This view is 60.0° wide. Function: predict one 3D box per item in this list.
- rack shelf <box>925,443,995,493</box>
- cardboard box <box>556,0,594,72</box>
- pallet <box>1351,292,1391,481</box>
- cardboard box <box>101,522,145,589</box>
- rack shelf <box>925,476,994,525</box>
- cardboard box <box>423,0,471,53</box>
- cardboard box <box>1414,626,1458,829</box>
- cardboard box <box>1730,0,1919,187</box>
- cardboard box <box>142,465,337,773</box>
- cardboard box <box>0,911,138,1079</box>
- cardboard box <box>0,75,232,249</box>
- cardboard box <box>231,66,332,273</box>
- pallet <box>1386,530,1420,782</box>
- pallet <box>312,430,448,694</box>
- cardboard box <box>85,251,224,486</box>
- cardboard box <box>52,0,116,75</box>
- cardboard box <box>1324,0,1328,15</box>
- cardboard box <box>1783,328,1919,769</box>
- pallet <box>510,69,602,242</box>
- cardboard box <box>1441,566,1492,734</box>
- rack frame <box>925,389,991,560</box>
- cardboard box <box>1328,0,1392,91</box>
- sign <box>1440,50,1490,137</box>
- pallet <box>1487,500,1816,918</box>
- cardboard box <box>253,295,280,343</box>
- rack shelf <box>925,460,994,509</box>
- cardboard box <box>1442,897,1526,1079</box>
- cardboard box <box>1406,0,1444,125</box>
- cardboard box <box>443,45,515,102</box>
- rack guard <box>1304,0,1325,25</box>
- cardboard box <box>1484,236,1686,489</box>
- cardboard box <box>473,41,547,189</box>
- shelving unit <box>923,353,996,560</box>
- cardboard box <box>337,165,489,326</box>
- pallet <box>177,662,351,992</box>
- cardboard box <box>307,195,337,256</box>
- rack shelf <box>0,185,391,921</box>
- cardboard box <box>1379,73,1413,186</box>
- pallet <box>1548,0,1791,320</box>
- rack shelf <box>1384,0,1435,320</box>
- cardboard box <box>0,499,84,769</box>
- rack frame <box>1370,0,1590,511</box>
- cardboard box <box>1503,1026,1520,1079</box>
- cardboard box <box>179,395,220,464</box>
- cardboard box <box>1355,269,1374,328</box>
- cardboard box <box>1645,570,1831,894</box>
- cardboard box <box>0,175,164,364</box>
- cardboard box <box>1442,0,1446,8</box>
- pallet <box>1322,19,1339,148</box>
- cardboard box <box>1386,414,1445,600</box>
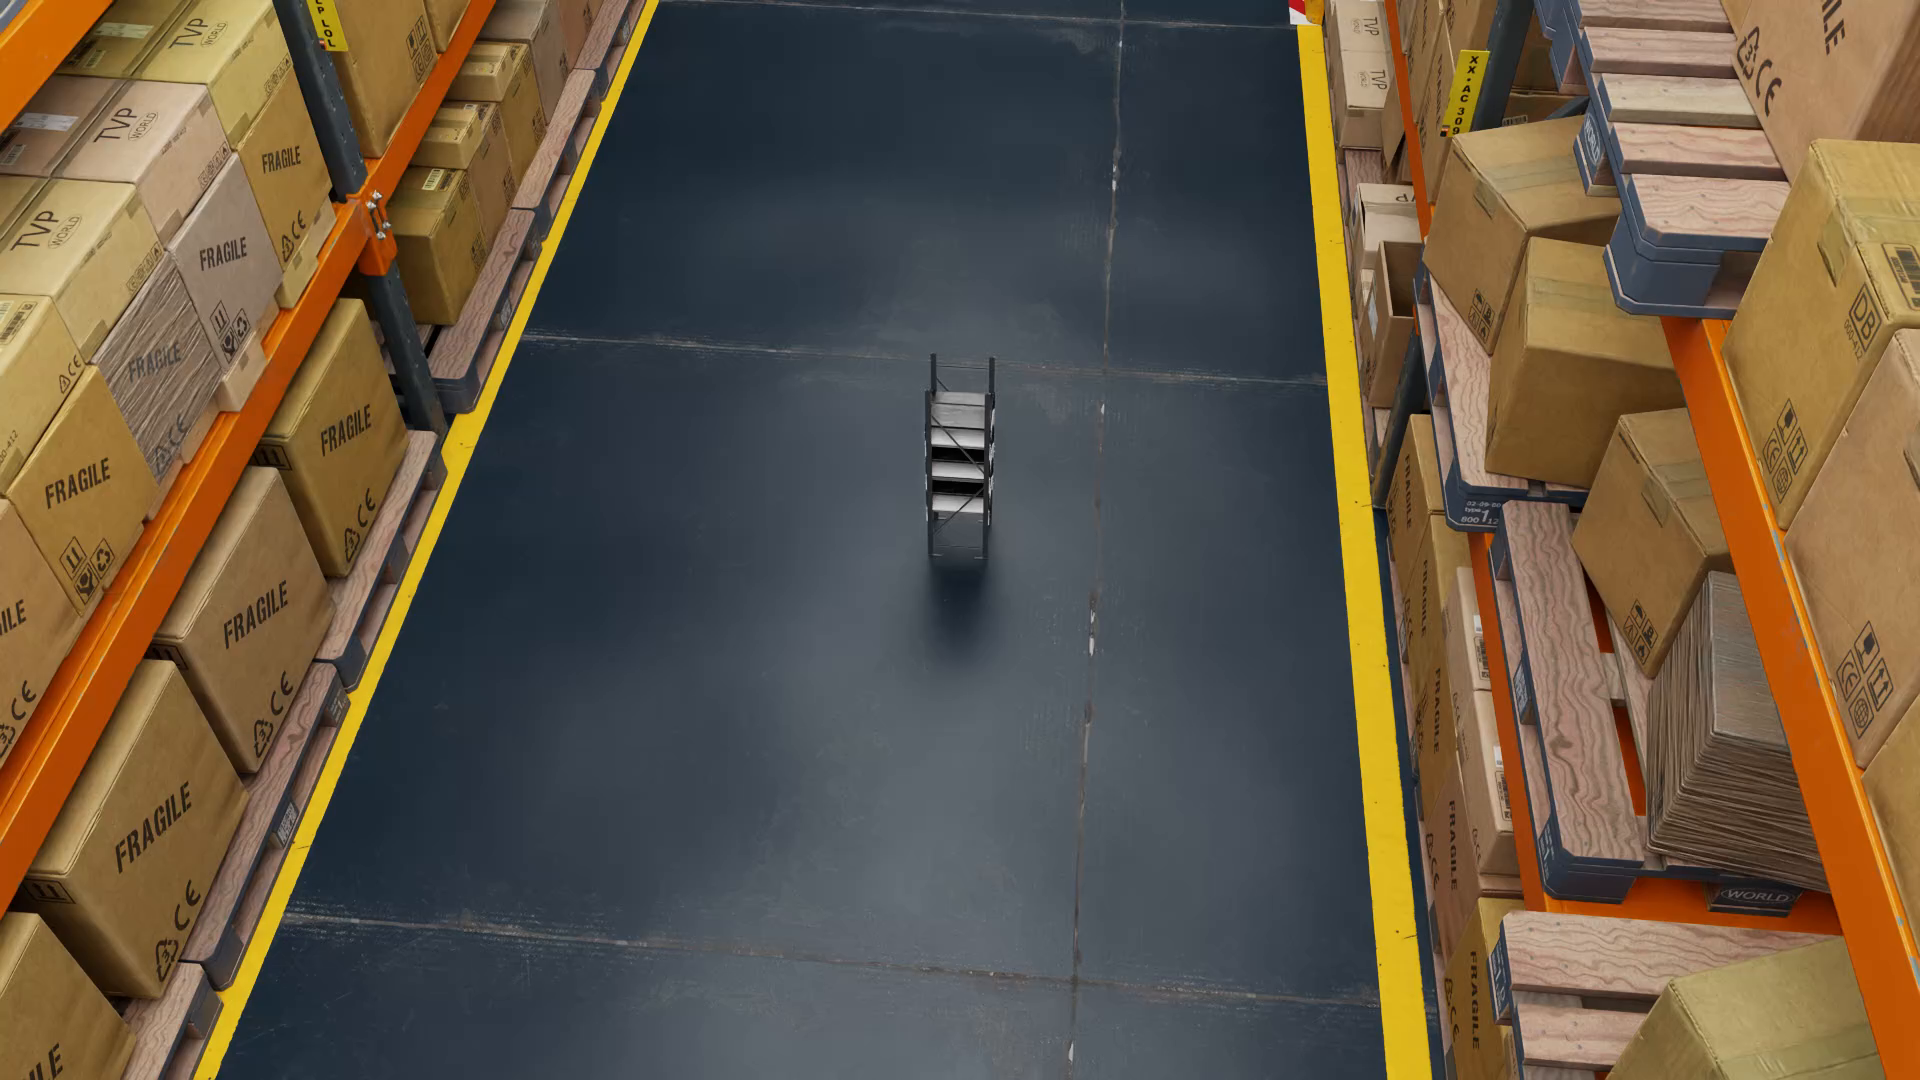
[{"bbox_3d":[0.001,-0.287,6.474,0.258,0.077,0.200,4,48,4],"label":"rack shelf"},{"bbox_3d":[-2.366,-2.829,8.740,0.700,0.500,0.500,4,48,3],"label":"cardboard box"},{"bbox_3d":[2.277,-0.713,7.286,1.003,0.211,1.213,4,48,4],"label":"pallet"},{"bbox_3d":[-2.664,-0.010,4.909,0.380,0.149,0.250,5,48,5],"label":"cardboard box"},{"bbox_3d":[0.001,-0.166,6.607,0.258,0.077,0.200,4,48,4],"label":"rack shelf"},{"bbox_3d":[-2.583,-2.515,6.840,0.980,0.700,0.700,3,48,3],"label":"cardboard box"},{"bbox_3d":[1.836,0.644,5.550,0.500,0.500,0.500,4,48,4],"label":"cardboard box"},{"bbox_3d":[1.975,-1.026,3.229,0.600,0.600,0.600,2,48,2],"label":"cardboard box"},{"bbox_3d":[-2.728,0.243,5.693,0.750,0.750,0.750,5,48,5],"label":"cardboard box"},{"bbox_3d":[-2.887,1.511,4.533,0.750,0.750,0.750,3,48,3],"label":"cardboard box"},{"bbox_3d":[-2.564,-1.139,4.994,0.500,0.250,0.500,5,48,4],"label":"cardboard box"},{"bbox_3d":[-2.511,-1.265,5.617,0.500,0.500,0.500,3,48,3],"label":"cardboard box"},{"bbox_3d":[2.177,0.391,6.275,1.003,0.211,1.213,4,48,4],"label":"pallet"},{"bbox_3d":[-2.716,0.033,6.603,1.003,0.211,1.213,4,48,4],"label":"pallet"},{"bbox_3d":[-2.602,-0.521,4.937,0.500,0.500,0.500,4,48,4],"label":"cardboard box"},{"bbox_3d":[-3.022,-1.554,5.373,0.500,0.250,0.500,5,48,5],"label":"cardboard box"},{"bbox_3d":[2.197,-2.991,9.113,0.380,0.149,0.250,4,48,4],"label":"cardboard box"},{"bbox_3d":[1.901,0.046,2.601,0.910,0.500,0.500,4,48,4],"label":"cardboard box"},{"bbox_3d":[-2.465,-1.992,8.455,1.003,0.211,1.213,4,48,4],"label":"pallet"},{"bbox_3d":[1.835,0.366,5.296,0.500,0.250,0.500,4,48,4],"label":"cardboard box"},{"bbox_3d":[-0.009,-0.235,6.381,0.240,0.900,0.006,4,48,4],"label":"rack frame"},{"bbox_3d":[2.200,-2.562,8.652,0.500,0.250,0.500,4,48,4],"label":"cardboard box"},{"bbox_3d":[1.672,-1.473,5.504,0.100,0.325,0.005,4,48,4],"label":"sign"},{"bbox_3d":[2.021,0.425,4.485,1.003,0.211,1.213,4,48,4],"label":"pallet"},{"bbox_3d":[-2.537,-0.761,5.596,0.380,0.149,0.250,5,48,5],"label":"cardboard box"},{"bbox_3d":[0.001,-0.226,6.540,0.258,0.077,0.200,4,48,4],"label":"rack shelf"},{"bbox_3d":[1.747,1.401,4.857,0.500,0.500,0.500,2,48,2],"label":"cardboard box"},{"bbox_3d":[2.049,-1.947,6.456,0.500,0.500,0.500,5,48,5],"label":"cardboard box"},{"bbox_3d":[-2.290,-2.163,7.691,0.380,0.149,0.250,3,48,2],"label":"cardboard box"},{"bbox_3d":[2.571,-3.190,9.355,1.175,0.500,0.348,4,48,4],"label":"rack guard"},{"bbox_3d":[1.948,-0.483,4.832,0.700,0.500,0.500,11,48,10],"label":"cardboard box"},{"bbox_3d":[-2.452,-2.067,8.043,0.700,0.500,0.500,5,48,4],"label":"cardboard box"},{"bbox_3d":[0.001,-0.310,6.449,0.258,0.900,0.210,4,48,4],"label":"shelving unit"},{"bbox_3d":[-2.550,-1.321,7.361,0.700,0.500,0.500,4,48,4],"label":"cardboard box"},{"bbox_3d":[-2.824,0.932,5.781,1.003,0.211,1.213,4,48,4],"label":"pallet"},{"bbox_3d":[-2.469,-1.135,5.938,0.380,0.149,0.250,4,48,4],"label":"cardboard box"},{"bbox_3d":[-2.903,0.232,5.018,1.077,0.370,4.000,4,48,4],"label":"rack shelf"},{"bbox_3d":[2.379,-1.837,7.817,0.797,0.503,0.637,4,48,4],"label":"cardboard box"},{"bbox_3d":[1.992,-0.862,3.626,1.213,0.211,1.003,4,48,4],"label":"pallet"},{"bbox_3d":[2.395,-2.377,7.405,1.077,0.370,4.000,4,48,4],"label":"rack shelf"},{"bbox_3d":[-2.683,0.229,4.250,0.500,0.500,0.500,4,48,3],"label":"cardboard box"},{"bbox_3d":[2.213,-1.150,5.795,1.000,3.000,0.127,4,48,4],"label":"rack frame"},{"bbox_3d":[1.701,1.487,4.271,0.500,0.250,0.500,6,48,5],"label":"cardboard box"},{"bbox_3d":[-2.591,-0.387,5.254,0.380,0.149,0.250,4,48,4],"label":"cardboard box"},{"bbox_3d":[1.957,-1.054,7.341,0.380,0.149,0.250,4,48,4],"label":"cardboard box"},{"bbox_3d":[2.067,0.484,3.948,0.700,0.500,0.500,12,49,11],"label":"cardboard box"},{"bbox_3d":[-2.611,-0.764,4.651,0.500,0.250,0.500,5,48,4],"label":"cardboard box"},{"bbox_3d":[2.045,-2.287,6.089,0.500,0.500,0.500,3,48,3],"label":"cardboard box"},{"bbox_3d":[2.499,-2.506,8.925,1.003,0.211,1.213,4,48,4],"label":"pallet"},{"bbox_3d":[1.926,-0.116,6.245,0.500,0.500,0.500,2,48,2],"label":"cardboard box"}]
